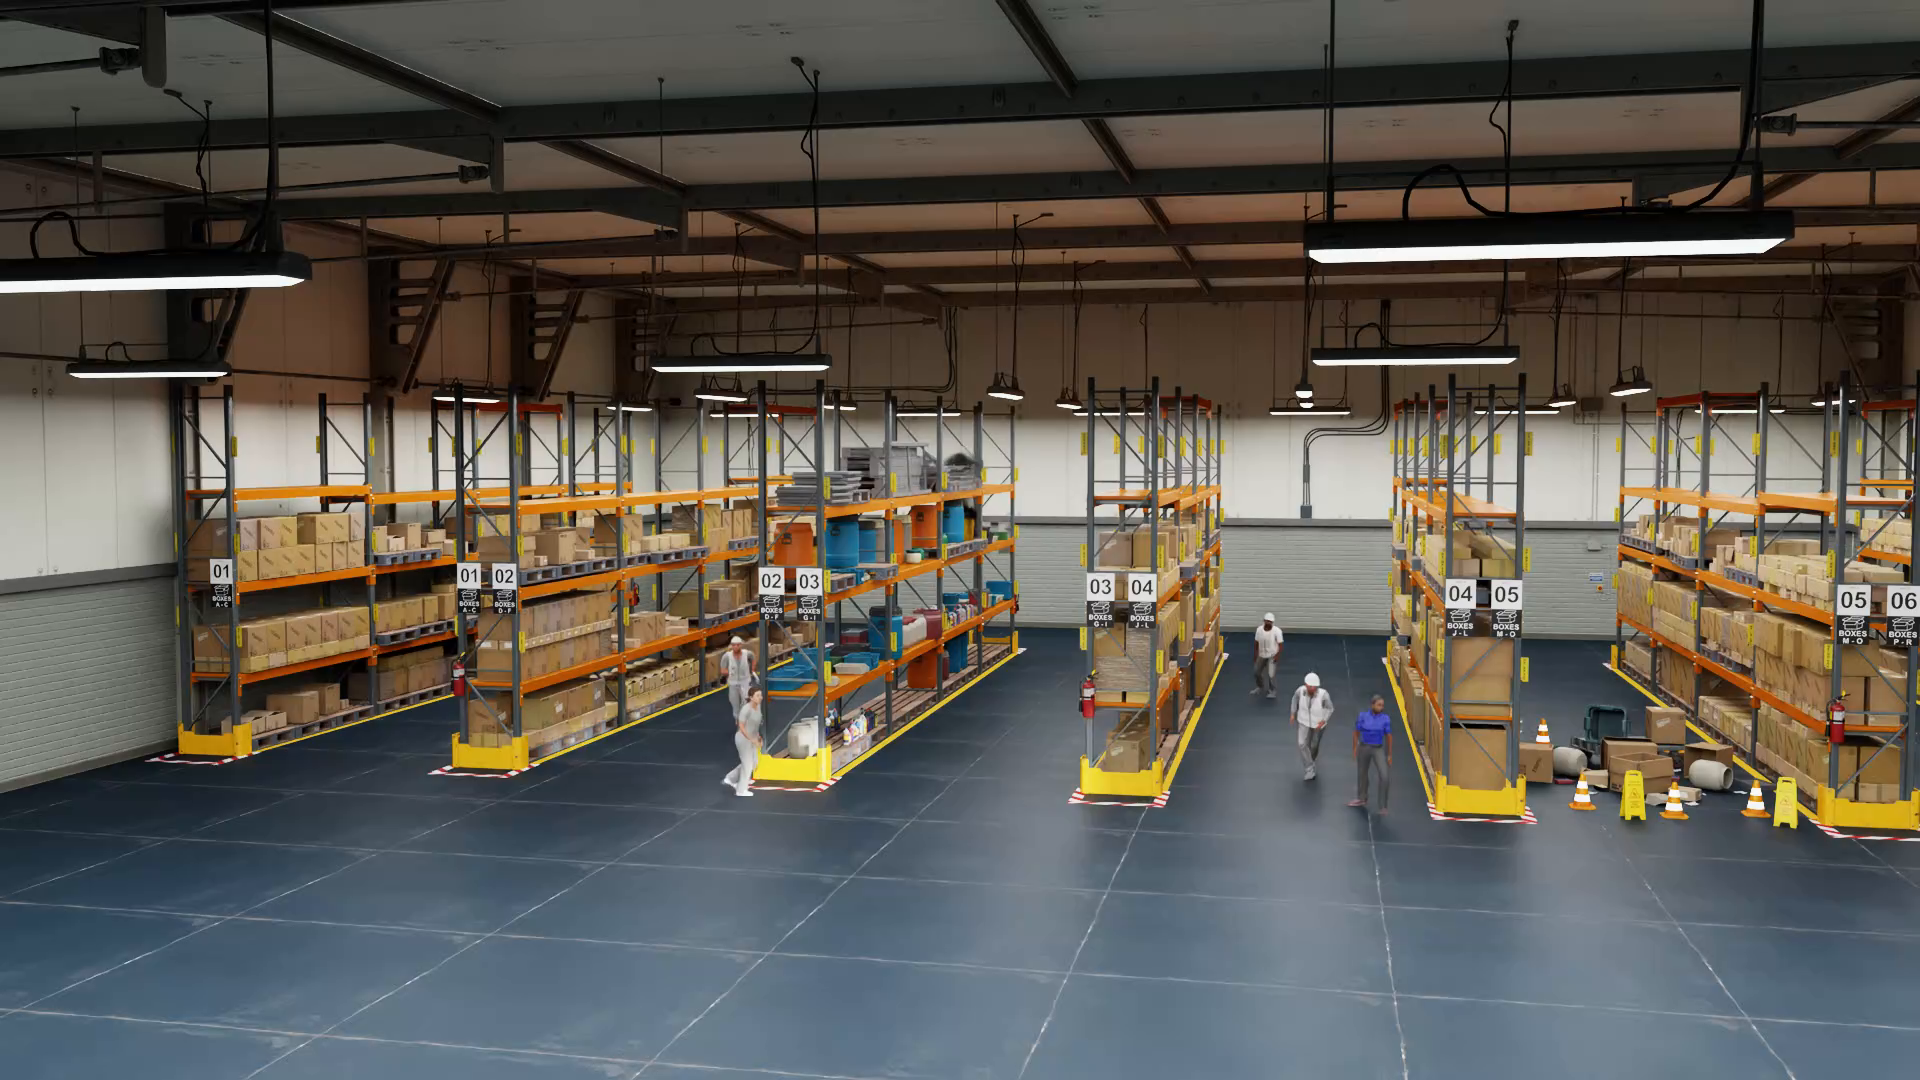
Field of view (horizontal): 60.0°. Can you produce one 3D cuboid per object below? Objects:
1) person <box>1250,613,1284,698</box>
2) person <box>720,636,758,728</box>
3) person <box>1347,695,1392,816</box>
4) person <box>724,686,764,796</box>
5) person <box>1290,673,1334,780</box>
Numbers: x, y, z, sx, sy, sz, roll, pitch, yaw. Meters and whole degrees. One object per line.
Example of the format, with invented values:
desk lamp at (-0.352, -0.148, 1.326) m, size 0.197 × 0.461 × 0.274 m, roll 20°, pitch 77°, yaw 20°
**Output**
person at (6.088, 2.291, 33.131) m, size 0.797 × 1.707 × 0.646 m, roll 2°, pitch 4°, yaw 35°
person at (-3.838, 2.513, 28.925) m, size 0.629 × 1.723 × 0.946 m, roll 0°, pitch 3°, yaw -3°
person at (5.635, 2.939, 22.861) m, size 0.605 × 1.628 × 0.601 m, roll 1°, pitch 3°, yaw 18°
person at (-3.104, 2.870, 23.791) m, size 0.698 × 1.595 × 0.559 m, roll 1°, pitch 3°, yaw 22°
person at (5.344, 2.769, 25.194) m, size 0.667 × 1.618 × 1.108 m, roll 1°, pitch 3°, yaw 19°
